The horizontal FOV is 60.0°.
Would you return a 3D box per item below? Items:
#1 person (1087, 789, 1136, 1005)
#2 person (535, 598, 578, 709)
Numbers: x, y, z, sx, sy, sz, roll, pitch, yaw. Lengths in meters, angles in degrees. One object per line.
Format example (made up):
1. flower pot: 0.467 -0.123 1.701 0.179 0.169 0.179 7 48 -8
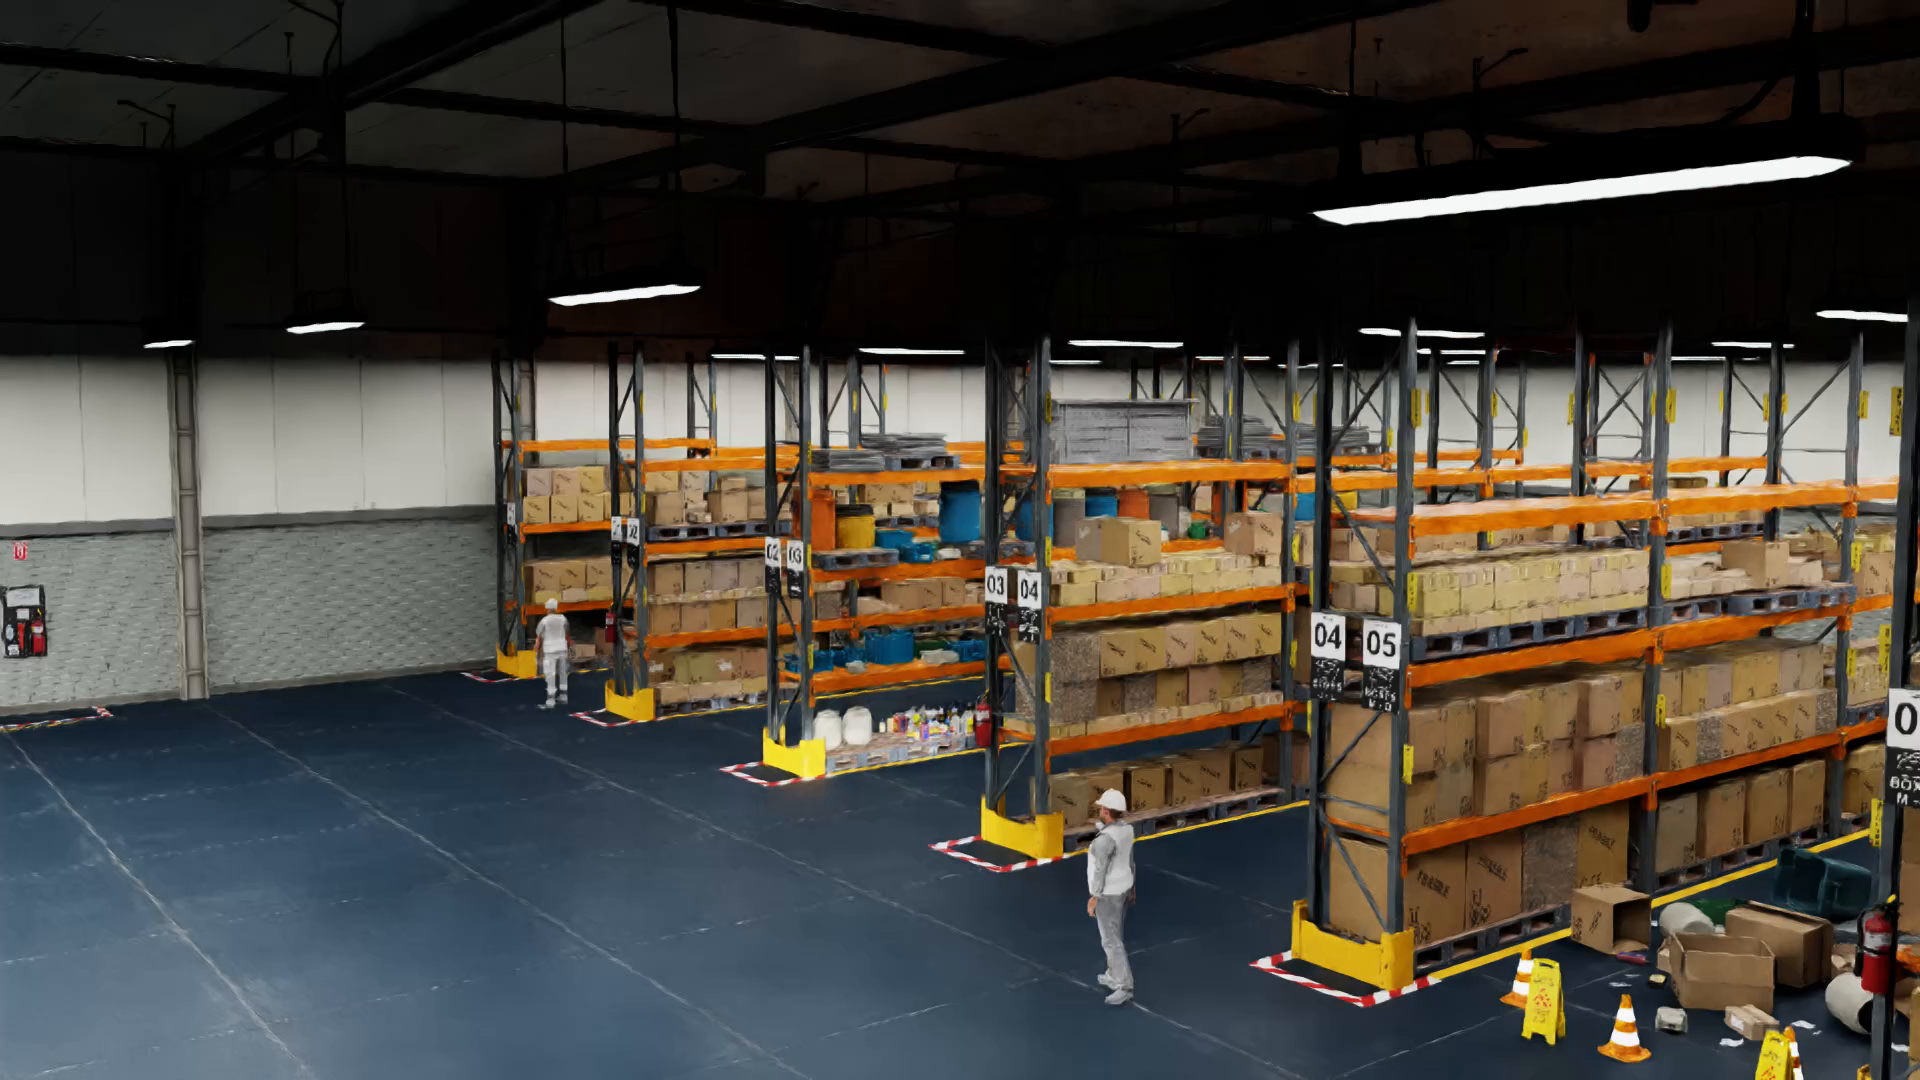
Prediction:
1. person: 1.318 3.037 14.292 0.475 1.768 0.708 2 6 26
2. person: -6.678 1.846 27.396 0.732 1.787 0.527 -4 6 -38
